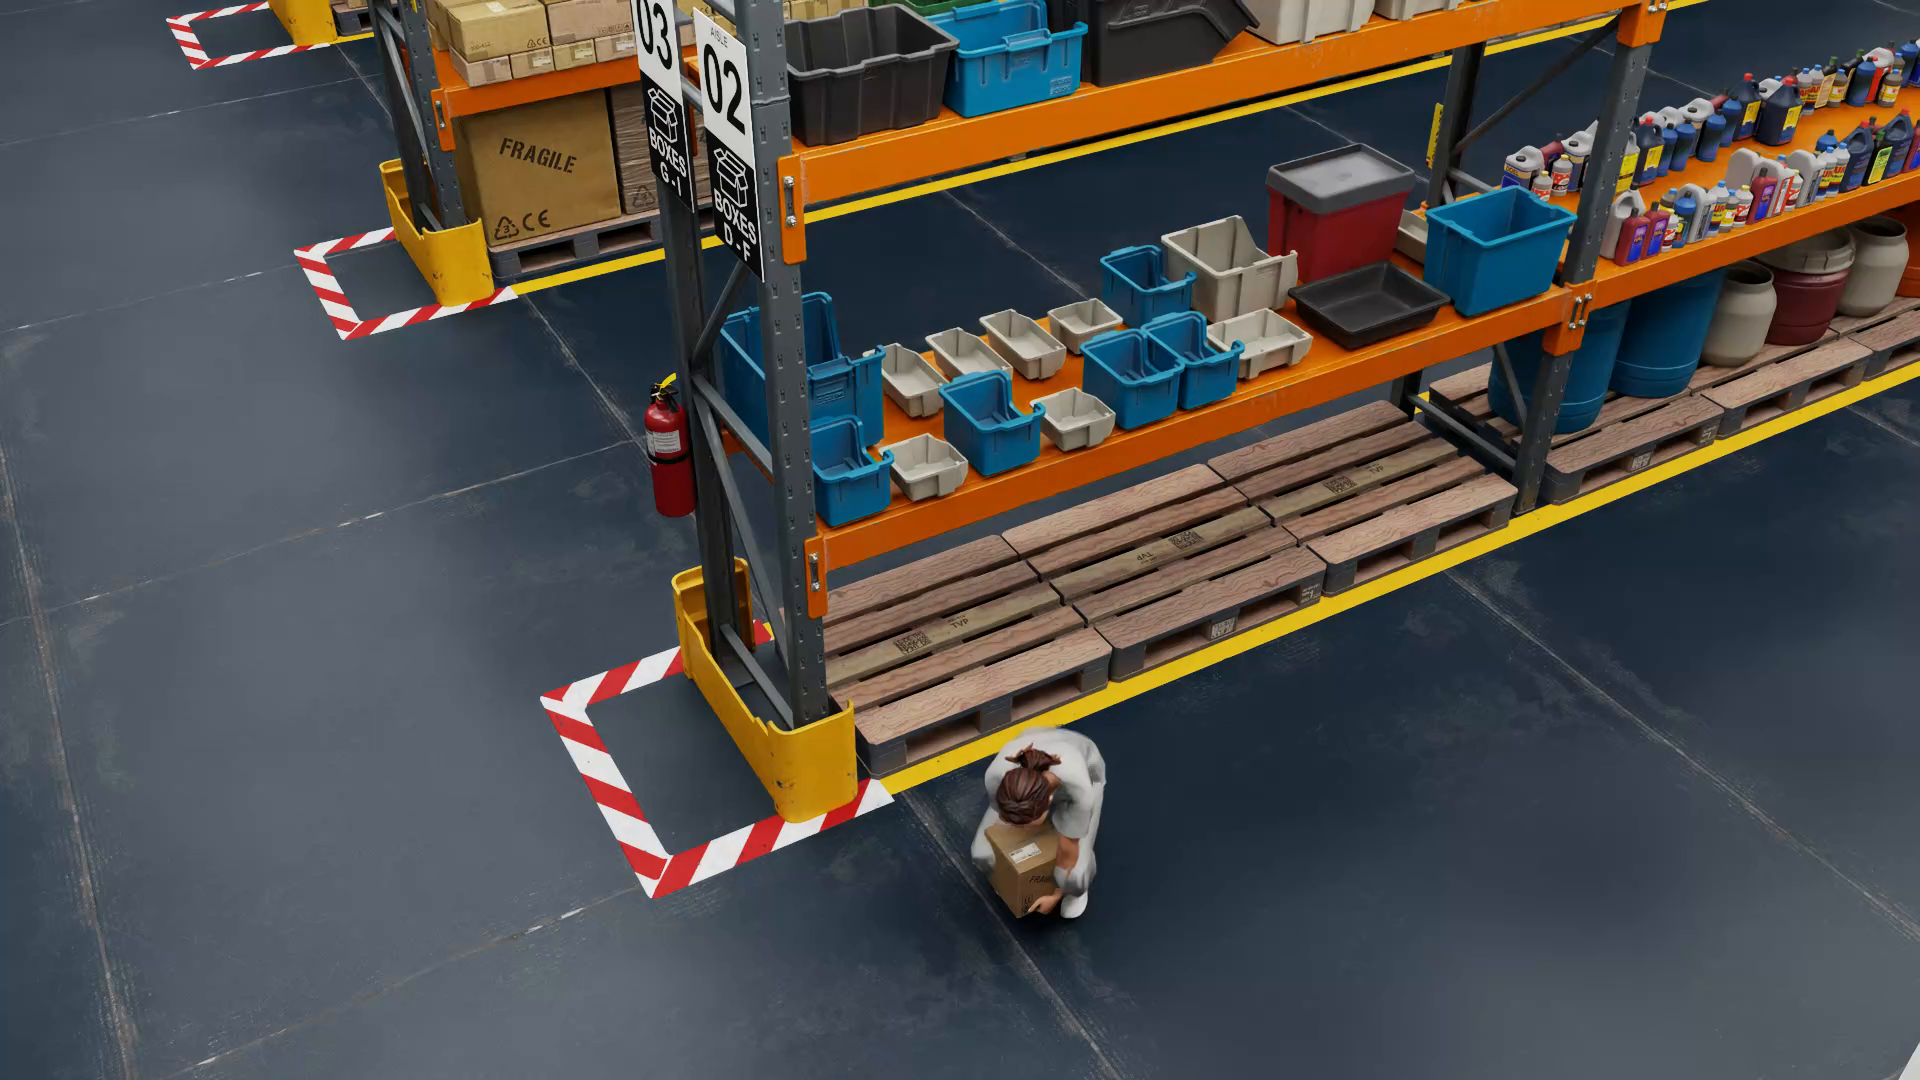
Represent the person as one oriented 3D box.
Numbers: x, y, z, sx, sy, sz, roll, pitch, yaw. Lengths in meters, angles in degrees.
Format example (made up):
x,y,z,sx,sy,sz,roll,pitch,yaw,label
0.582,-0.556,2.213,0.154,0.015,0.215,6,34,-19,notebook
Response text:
x,y,z,sx,sy,sz,roll,pitch,yaw,label
0.298,1.025,6.151,0.459,0.979,0.774,14,39,17,person
